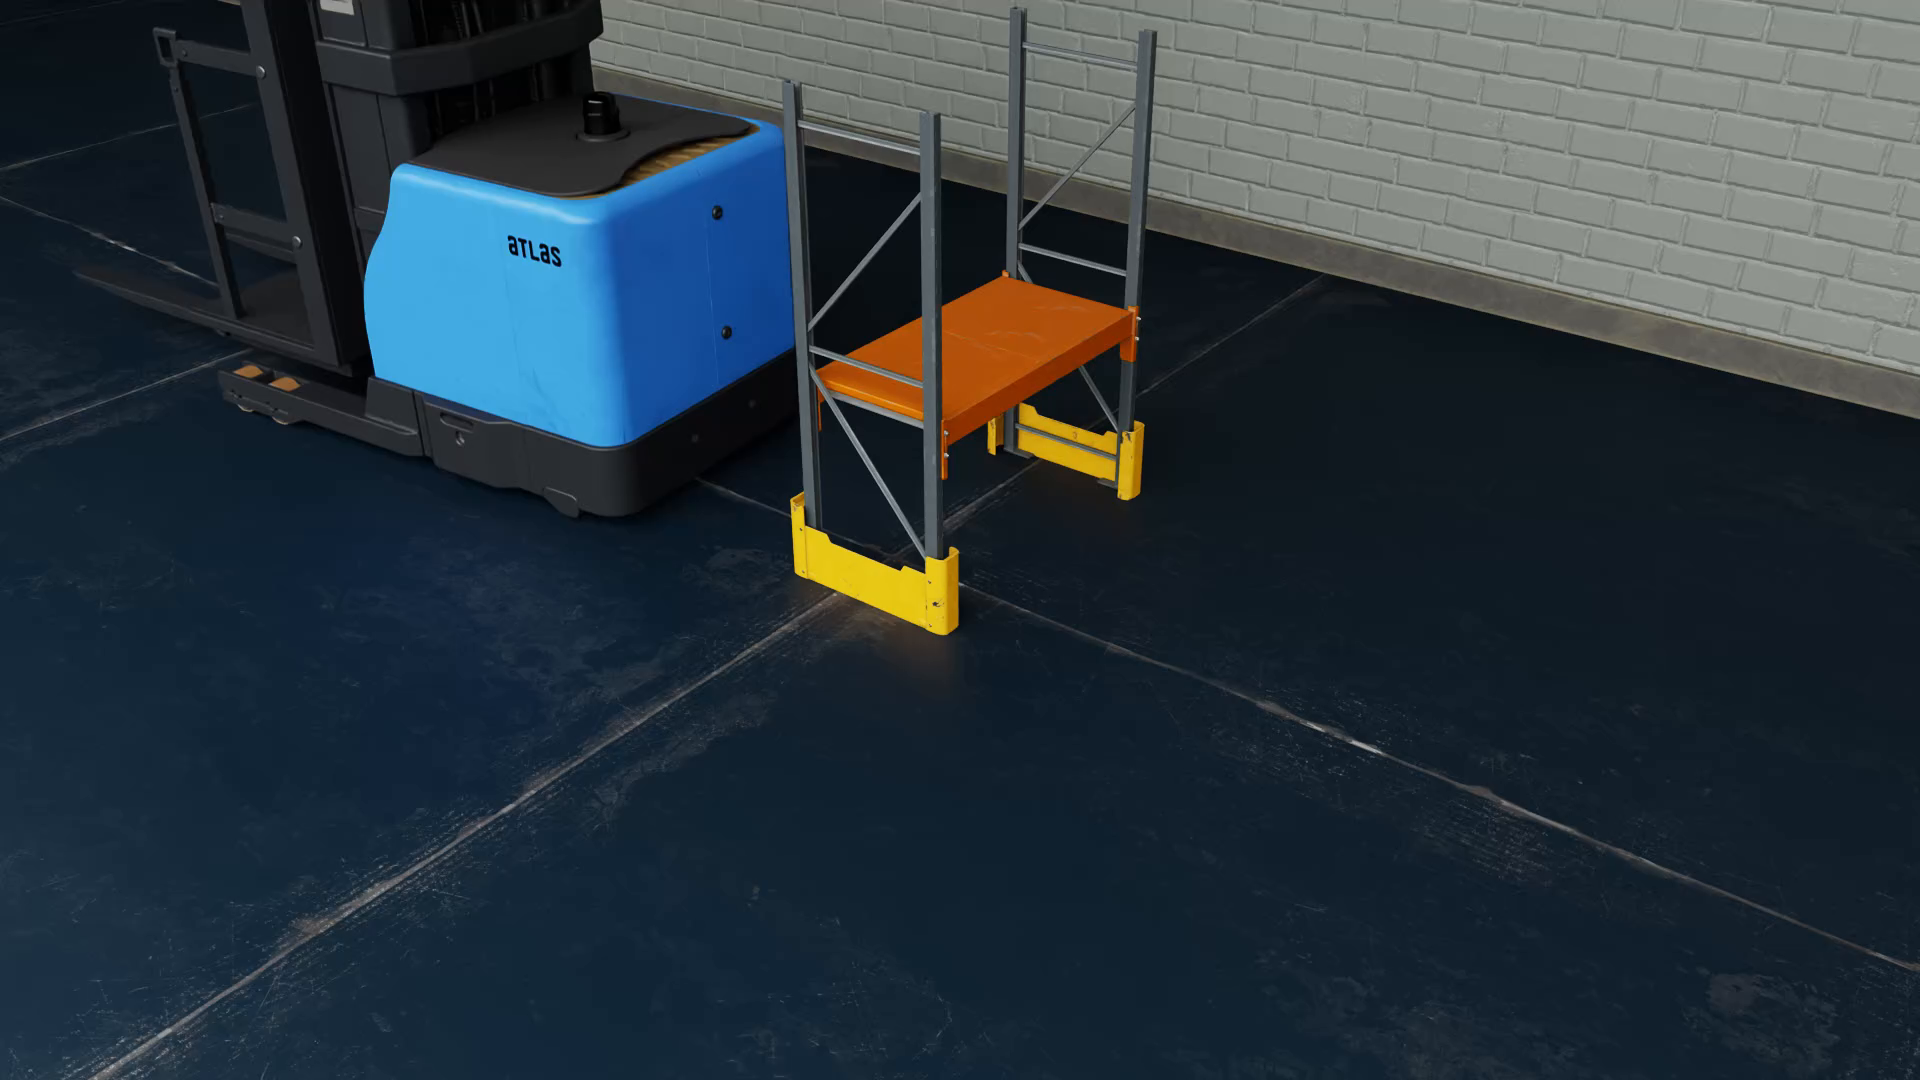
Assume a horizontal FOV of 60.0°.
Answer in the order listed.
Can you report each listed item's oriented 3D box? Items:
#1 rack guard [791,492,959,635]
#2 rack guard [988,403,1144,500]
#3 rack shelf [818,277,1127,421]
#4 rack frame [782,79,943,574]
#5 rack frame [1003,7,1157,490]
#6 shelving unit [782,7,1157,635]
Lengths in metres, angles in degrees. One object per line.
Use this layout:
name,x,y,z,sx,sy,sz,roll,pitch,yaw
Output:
rack guard,-0.255,0.064,4.897,0.587,0.250,0.087,21,37,31
rack guard,0.347,-0.341,5.580,0.587,0.250,0.087,21,37,31
rack shelf,0.052,-0.583,4.984,0.459,0.026,0.952,21,37,31
rack frame,-0.255,-0.473,4.577,0.500,1.500,0.032,21,37,31
rack frame,0.358,-0.887,5.275,0.500,1.500,0.032,21,37,31
shelving unit,0.046,-0.676,4.920,0.587,1.500,1.083,21,37,31
